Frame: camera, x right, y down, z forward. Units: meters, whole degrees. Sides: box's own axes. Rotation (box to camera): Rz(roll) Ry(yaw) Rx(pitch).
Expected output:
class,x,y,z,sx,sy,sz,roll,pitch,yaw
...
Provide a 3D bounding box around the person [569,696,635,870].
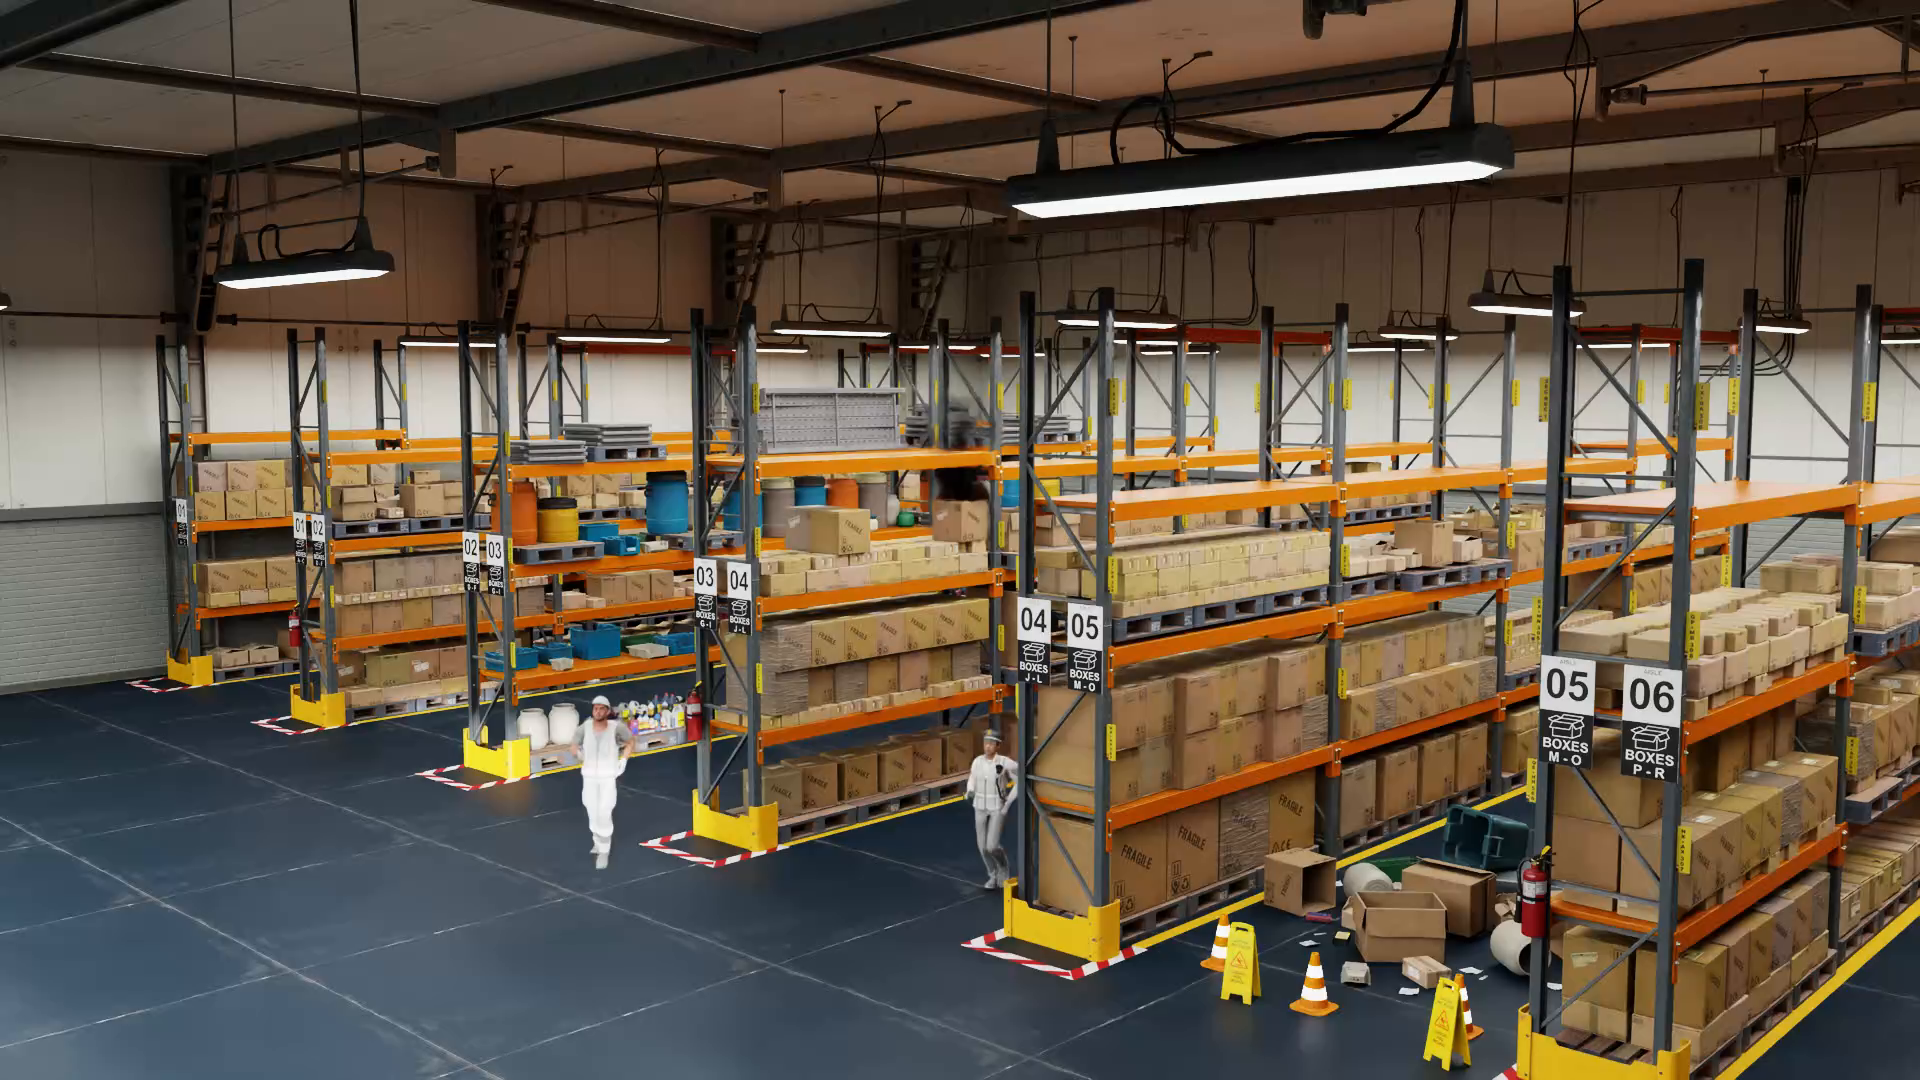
class,x,y,z,sx,sy,sz,roll,pitch,yaw
person,-3.889,2.590,17.940,0.654,1.835,0.671,0,5,4

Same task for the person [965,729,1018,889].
class,x,y,z,sx,sy,sz,roll,pitch,yaw
person,0.301,2.745,16.880,0.602,1.655,0.554,3,6,27
